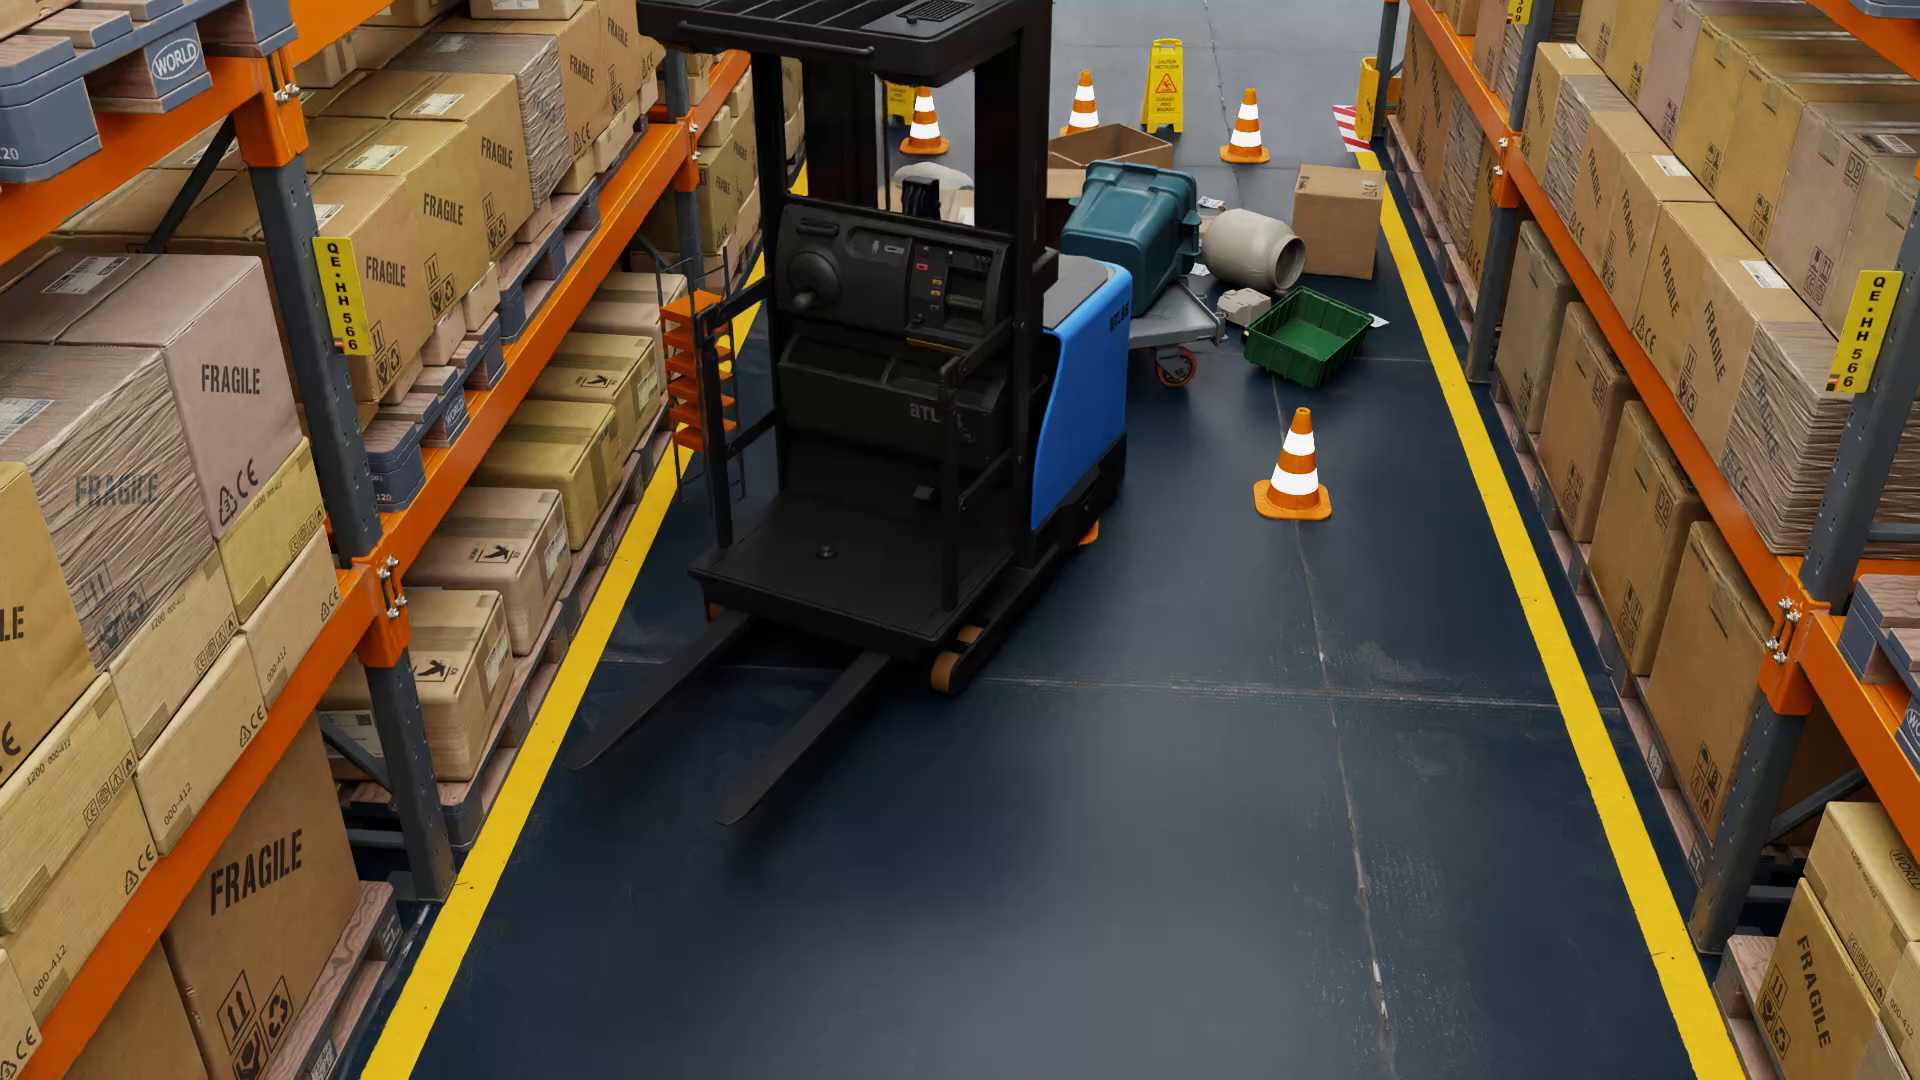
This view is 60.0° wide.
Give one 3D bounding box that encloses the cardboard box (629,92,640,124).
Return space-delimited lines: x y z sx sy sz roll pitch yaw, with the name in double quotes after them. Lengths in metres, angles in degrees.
-1.630 -1.903 7.317 0.380 0.149 0.250 2 32 3 "cardboard box"

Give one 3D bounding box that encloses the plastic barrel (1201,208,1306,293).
1.681 -1.652 9.527 0.512 0.421 0.421 27 41 37 "plastic barrel"

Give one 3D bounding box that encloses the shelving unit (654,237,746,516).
-1.123 -0.697 7.237 0.189 1.200 0.258 20 37 29 "shelving unit"

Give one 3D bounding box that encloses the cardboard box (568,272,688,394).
-1.864 -1.035 8.174 0.950 0.372 0.625 3 32 5 "cardboard box"

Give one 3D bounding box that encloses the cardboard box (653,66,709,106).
-1.479 -2.293 8.351 0.380 0.149 0.250 2 32 4 "cardboard box"

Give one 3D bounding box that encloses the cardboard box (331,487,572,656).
-2.042 0.102 6.331 0.950 0.372 0.625 2 32 3 "cardboard box"

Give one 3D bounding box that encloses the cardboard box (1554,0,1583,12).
3.182 -2.805 7.771 0.875 0.550 0.550 2 32 4 "cardboard box"

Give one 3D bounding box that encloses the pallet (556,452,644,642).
-1.983 -0.015 7.073 1.003 0.211 1.213 2 32 4 "pallet"

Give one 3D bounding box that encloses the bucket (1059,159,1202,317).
0.831 -1.513 8.518 0.726 0.611 0.620 14 44 21 "bucket"

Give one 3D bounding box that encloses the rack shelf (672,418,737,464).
-1.123 -0.454 7.386 0.180 0.103 0.258 20 37 29 "rack shelf"

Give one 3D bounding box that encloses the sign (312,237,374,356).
-1.596 -0.628 4.307 0.100 0.325 0.005 2 32 4 "sign"

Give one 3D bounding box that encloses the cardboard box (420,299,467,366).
-1.813 -0.679 5.331 0.380 0.149 0.250 0 32 1 "cardboard box"

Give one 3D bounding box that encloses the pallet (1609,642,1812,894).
2.931 0.779 5.784 1.003 0.211 1.213 2 32 4 "pallet"

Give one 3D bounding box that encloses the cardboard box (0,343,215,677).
-1.965 -0.075 3.465 0.500 0.500 0.500 3 32 5 "cardboard box"

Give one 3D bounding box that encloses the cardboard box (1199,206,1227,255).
1.422 -1.904 10.086 0.396 0.266 0.258 8 32 12 "cardboard box"

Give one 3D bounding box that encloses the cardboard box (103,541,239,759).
-1.974 0.226 3.690 0.500 0.250 0.500 2 32 3 "cardboard box"

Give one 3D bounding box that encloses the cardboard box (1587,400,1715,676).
2.999 0.008 6.121 1.050 0.750 0.750 3 32 5 "cardboard box"

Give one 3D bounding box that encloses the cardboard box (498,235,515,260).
-1.844 -1.100 6.015 0.380 0.149 0.250 4 32 6 "cardboard box"

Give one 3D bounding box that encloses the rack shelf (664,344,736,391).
-1.123 -0.761 7.197 0.180 0.103 0.258 20 37 29 "rack shelf"

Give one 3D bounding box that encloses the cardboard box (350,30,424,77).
-2.273 -1.575 6.167 0.500 0.500 0.500 1 32 2 "cardboard box"

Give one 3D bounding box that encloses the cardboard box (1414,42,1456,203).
3.384 -2.638 10.297 0.875 0.875 0.875 2 32 3 "cardboard box"

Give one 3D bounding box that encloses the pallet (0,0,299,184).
-2.149 -1.015 3.359 1.213 0.211 1.003 4 32 6 "pallet"

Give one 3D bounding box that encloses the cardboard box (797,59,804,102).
-1.304 -3.238 11.151 0.500 0.500 0.500 3 32 4 "cardboard box"

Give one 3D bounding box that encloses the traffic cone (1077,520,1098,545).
0.443 -0.266 7.241 0.336 0.463 0.334 2 32 4 "traffic cone"

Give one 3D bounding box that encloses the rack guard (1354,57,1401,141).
3.445 -3.130 11.853 1.175 0.500 0.348 2 32 4 "rack guard"

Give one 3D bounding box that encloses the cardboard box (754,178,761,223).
-1.434 -2.111 10.037 0.500 0.250 0.500 2 32 3 "cardboard box"

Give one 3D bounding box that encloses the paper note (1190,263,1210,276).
1.404 -1.611 9.843 0.172 0.023 0.155 14 34 21 "paper note"

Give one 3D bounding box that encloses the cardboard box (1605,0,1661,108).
3.043 -2.030 6.636 0.700 0.500 0.500 2 32 3 "cardboard box"

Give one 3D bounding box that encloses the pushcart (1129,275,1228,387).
0.452 -1.061 8.612 1.648 0.377 0.936 -8 33 -13 "pushcart"

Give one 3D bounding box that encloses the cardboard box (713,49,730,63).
-1.464 -2.695 9.004 0.380 0.149 0.250 3 32 5 "cardboard box"

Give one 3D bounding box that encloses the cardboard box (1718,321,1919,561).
2.561 -0.288 4.763 0.500 0.500 0.500 2 32 4 "cardboard box"

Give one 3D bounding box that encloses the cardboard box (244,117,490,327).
-1.847 -1.003 5.240 0.500 0.500 0.500 4 32 7 "cardboard box"

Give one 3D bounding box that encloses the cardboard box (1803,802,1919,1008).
2.495 0.918 4.169 0.500 0.250 0.500 1 32 2 "cardboard box"

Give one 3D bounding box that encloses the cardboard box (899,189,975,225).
-0.048 -1.447 8.399 0.500 0.500 0.500 2 32 4 "cardboard box"

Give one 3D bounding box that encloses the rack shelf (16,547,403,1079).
-2.313 1.195 3.138 1.077 0.370 4.000 2 32 4 "rack shelf"

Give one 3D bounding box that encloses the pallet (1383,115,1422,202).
3.456 -2.573 11.224 1.003 0.211 1.213 2 32 4 "pallet"

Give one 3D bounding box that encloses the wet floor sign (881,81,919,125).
-0.417 -3.392 12.139 0.267 0.644 0.232 14 34 21 "wet floor sign"

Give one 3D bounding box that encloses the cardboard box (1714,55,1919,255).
2.918 -1.234 5.345 0.700 0.500 0.500 2 32 3 "cardboard box"

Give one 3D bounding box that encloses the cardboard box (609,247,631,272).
-2.044 -1.578 9.171 0.500 0.250 0.500 4 32 6 "cardboard box"

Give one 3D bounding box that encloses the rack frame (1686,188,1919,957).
2.792 0.001 4.389 1.000 3.000 0.127 2 32 4 "rack frame"

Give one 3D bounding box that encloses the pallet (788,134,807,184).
-1.606 -2.690 11.414 1.003 0.211 1.213 2 32 4 "pallet"

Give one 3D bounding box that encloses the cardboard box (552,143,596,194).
-1.688 -1.507 6.675 0.380 0.149 0.250 2 32 4 "cardboard box"

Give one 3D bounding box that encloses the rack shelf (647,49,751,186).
-1.661 -2.988 9.926 1.077 0.370 4.000 2 32 4 "rack shelf"

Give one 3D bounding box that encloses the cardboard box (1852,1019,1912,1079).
2.443 1.509 3.925 0.500 0.500 0.500 3 32 5 "cardboard box"

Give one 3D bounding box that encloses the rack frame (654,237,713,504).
-1.198 -0.724 7.281 0.006 1.200 0.240 20 37 29 "rack frame"

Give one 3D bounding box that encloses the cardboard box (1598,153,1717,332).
2.681 -1.078 6.046 0.500 0.500 0.500 3 32 5 "cardboard box"

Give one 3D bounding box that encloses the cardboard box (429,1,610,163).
-1.720 -1.816 6.559 0.500 0.500 0.500 4 32 6 "cardboard box"

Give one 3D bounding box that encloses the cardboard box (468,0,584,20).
-1.679 -2.117 6.428 0.380 0.149 0.250 1 32 2 "cardboard box"

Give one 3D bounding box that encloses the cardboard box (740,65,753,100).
-1.378 -2.622 9.533 0.380 0.149 0.250 4 32 7 "cardboard box"

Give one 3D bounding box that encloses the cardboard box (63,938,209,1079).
-2.366 1.392 3.756 0.875 0.875 0.875 3 32 5 "cardboard box"

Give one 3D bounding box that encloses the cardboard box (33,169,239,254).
-2.390 -0.755 4.837 0.500 0.500 0.500 2 32 3 "cardboard box"

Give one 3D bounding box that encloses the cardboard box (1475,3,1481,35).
3.319 -2.913 8.975 0.875 0.550 0.550 2 32 4 "cardboard box"

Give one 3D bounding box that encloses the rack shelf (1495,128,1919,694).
2.955 -0.738 6.274 1.077 0.370 4.000 2 32 4 "rack shelf"

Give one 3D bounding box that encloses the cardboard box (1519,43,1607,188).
2.807 -1.869 7.329 0.500 0.500 0.500 3 32 5 "cardboard box"

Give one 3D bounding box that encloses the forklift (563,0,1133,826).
-0.360 -0.929 5.963 1.130 2.935 3.031 15 35 22 "forklift"

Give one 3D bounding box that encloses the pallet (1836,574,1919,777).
2.840 0.460 3.827 1.213 0.211 1.003 2 32 4 "pallet"

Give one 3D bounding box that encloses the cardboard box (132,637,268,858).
-1.958 0.450 3.804 0.500 0.250 0.500 3 32 5 "cardboard box"

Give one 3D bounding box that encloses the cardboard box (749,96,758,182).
-1.431 -2.425 9.831 0.500 0.500 0.500 4 32 7 "cardboard box"

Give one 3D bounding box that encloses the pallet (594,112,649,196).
-2.031 -1.774 7.452 1.003 0.211 1.213 2 32 4 "pallet"
